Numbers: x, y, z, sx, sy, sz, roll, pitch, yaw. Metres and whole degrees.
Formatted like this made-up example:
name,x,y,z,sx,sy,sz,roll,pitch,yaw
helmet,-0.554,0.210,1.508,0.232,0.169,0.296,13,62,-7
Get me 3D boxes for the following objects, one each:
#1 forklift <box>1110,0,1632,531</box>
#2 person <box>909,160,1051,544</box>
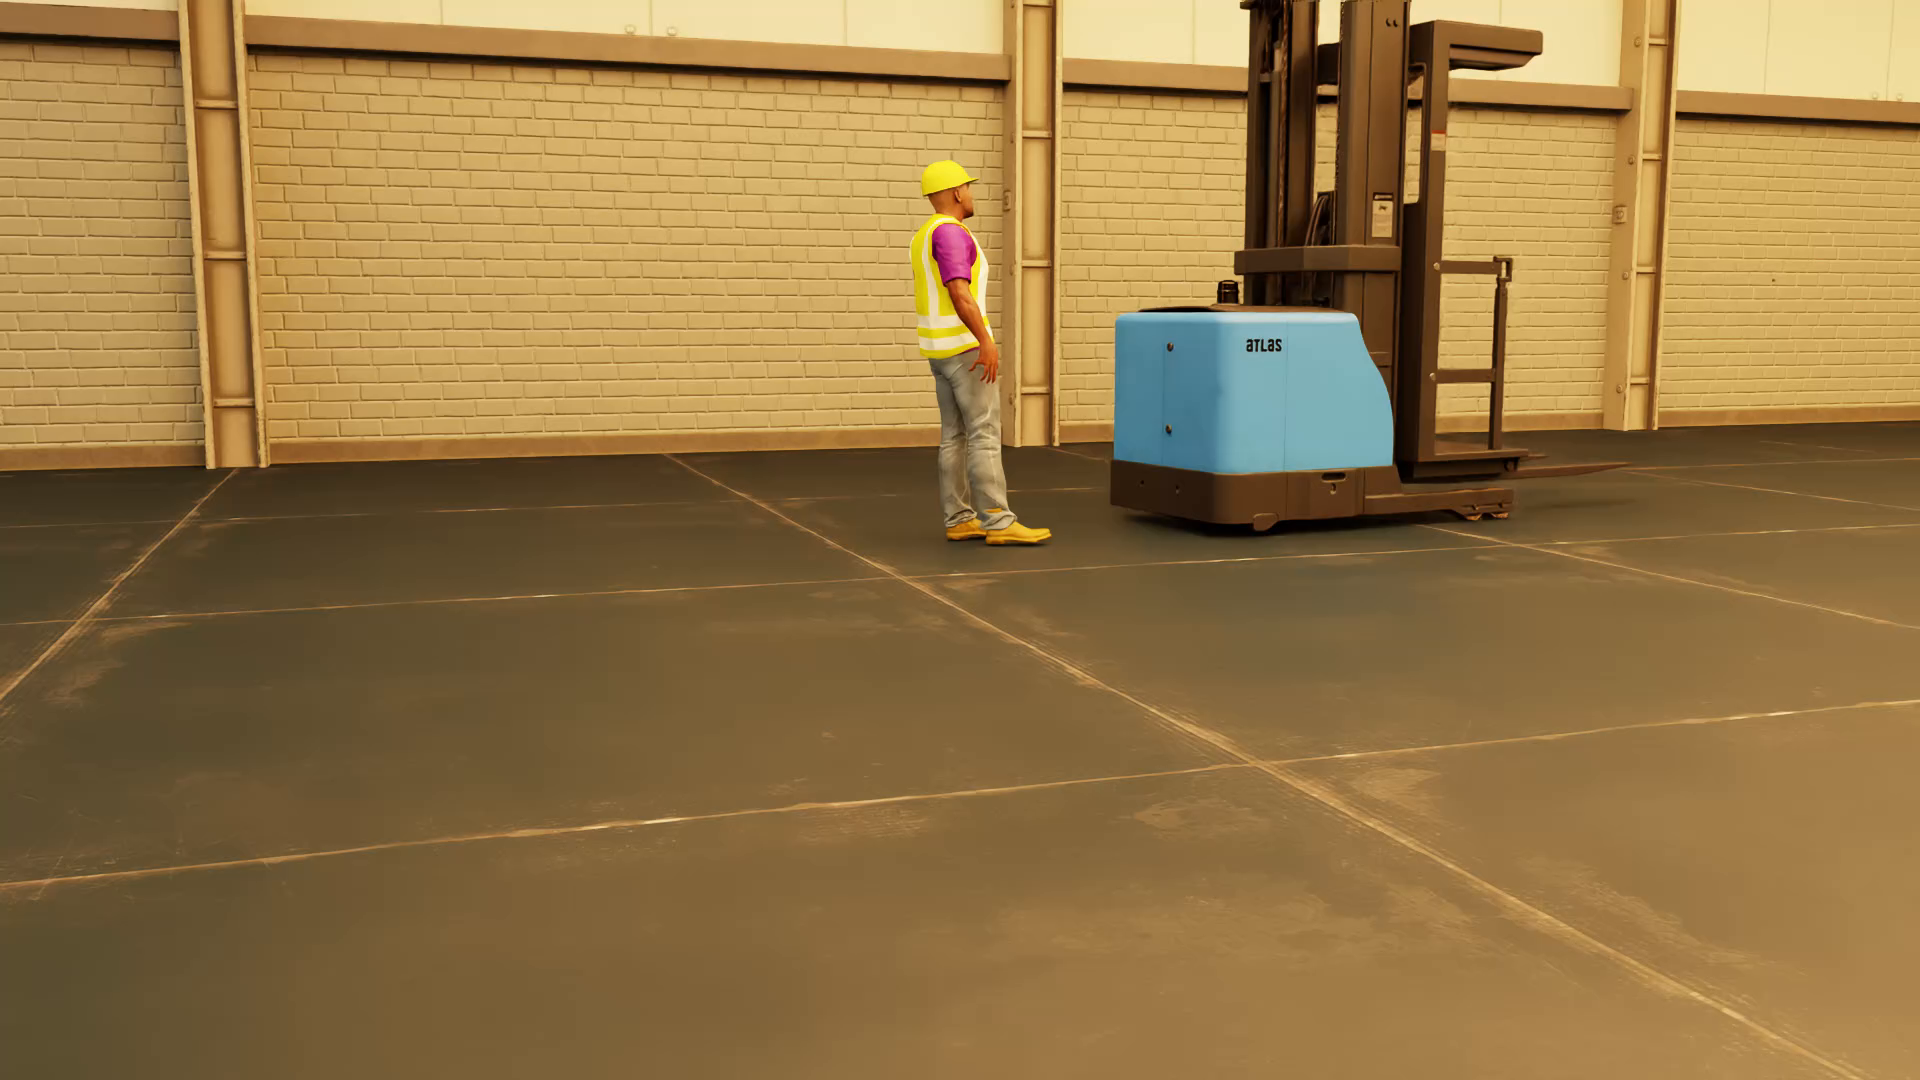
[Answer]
name,x,y,z,sx,sy,sz,roll,pitch,yaw
forklift,2.338,-1.609,8.881,3.031,2.935,1.130,-4,9,-28
person,0.068,-0.885,7.821,0.575,1.768,0.666,-3,8,-18
